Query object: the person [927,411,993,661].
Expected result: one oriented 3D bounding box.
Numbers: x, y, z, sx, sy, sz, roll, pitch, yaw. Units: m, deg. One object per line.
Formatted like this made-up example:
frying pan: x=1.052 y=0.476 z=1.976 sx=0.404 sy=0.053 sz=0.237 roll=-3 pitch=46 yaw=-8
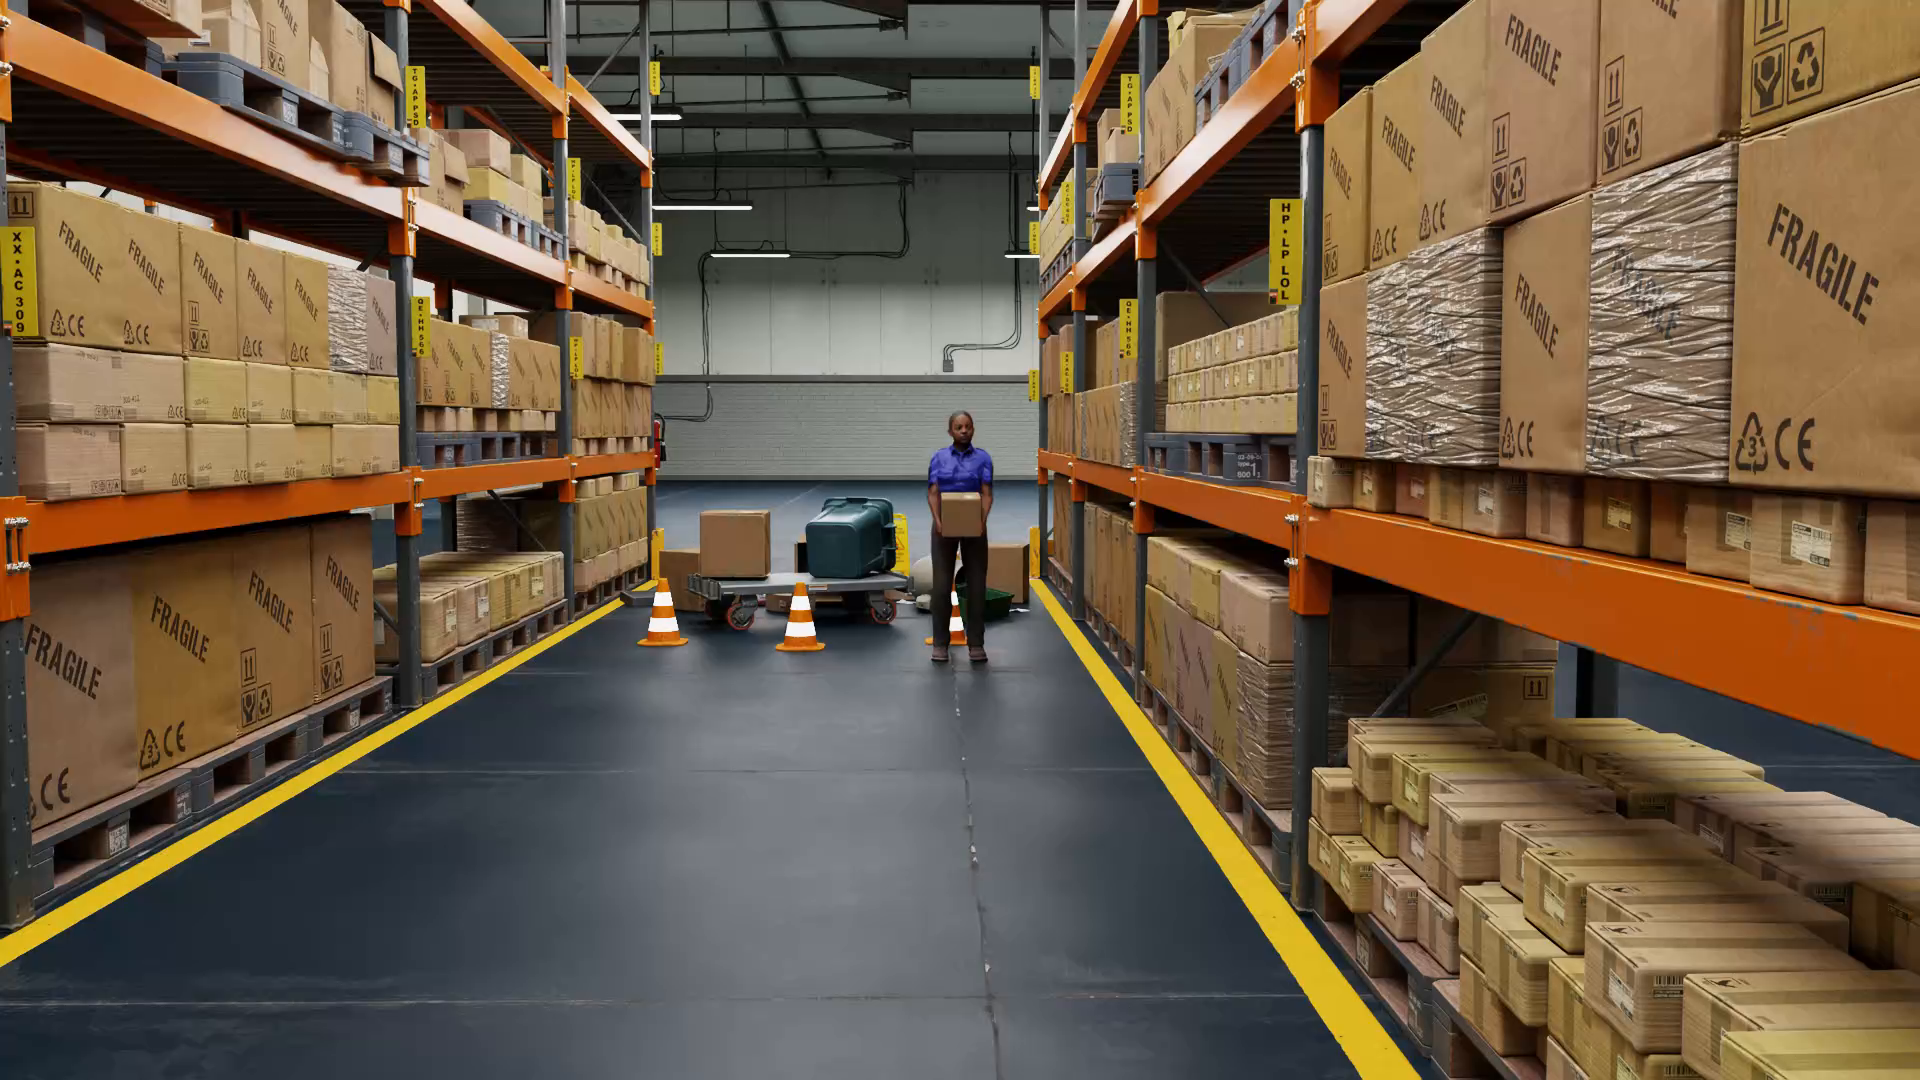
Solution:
person: x=0.003 y=-0.024 z=10.967 sx=0.441 sy=1.656 sz=0.499 roll=0 pitch=4 yaw=-2
